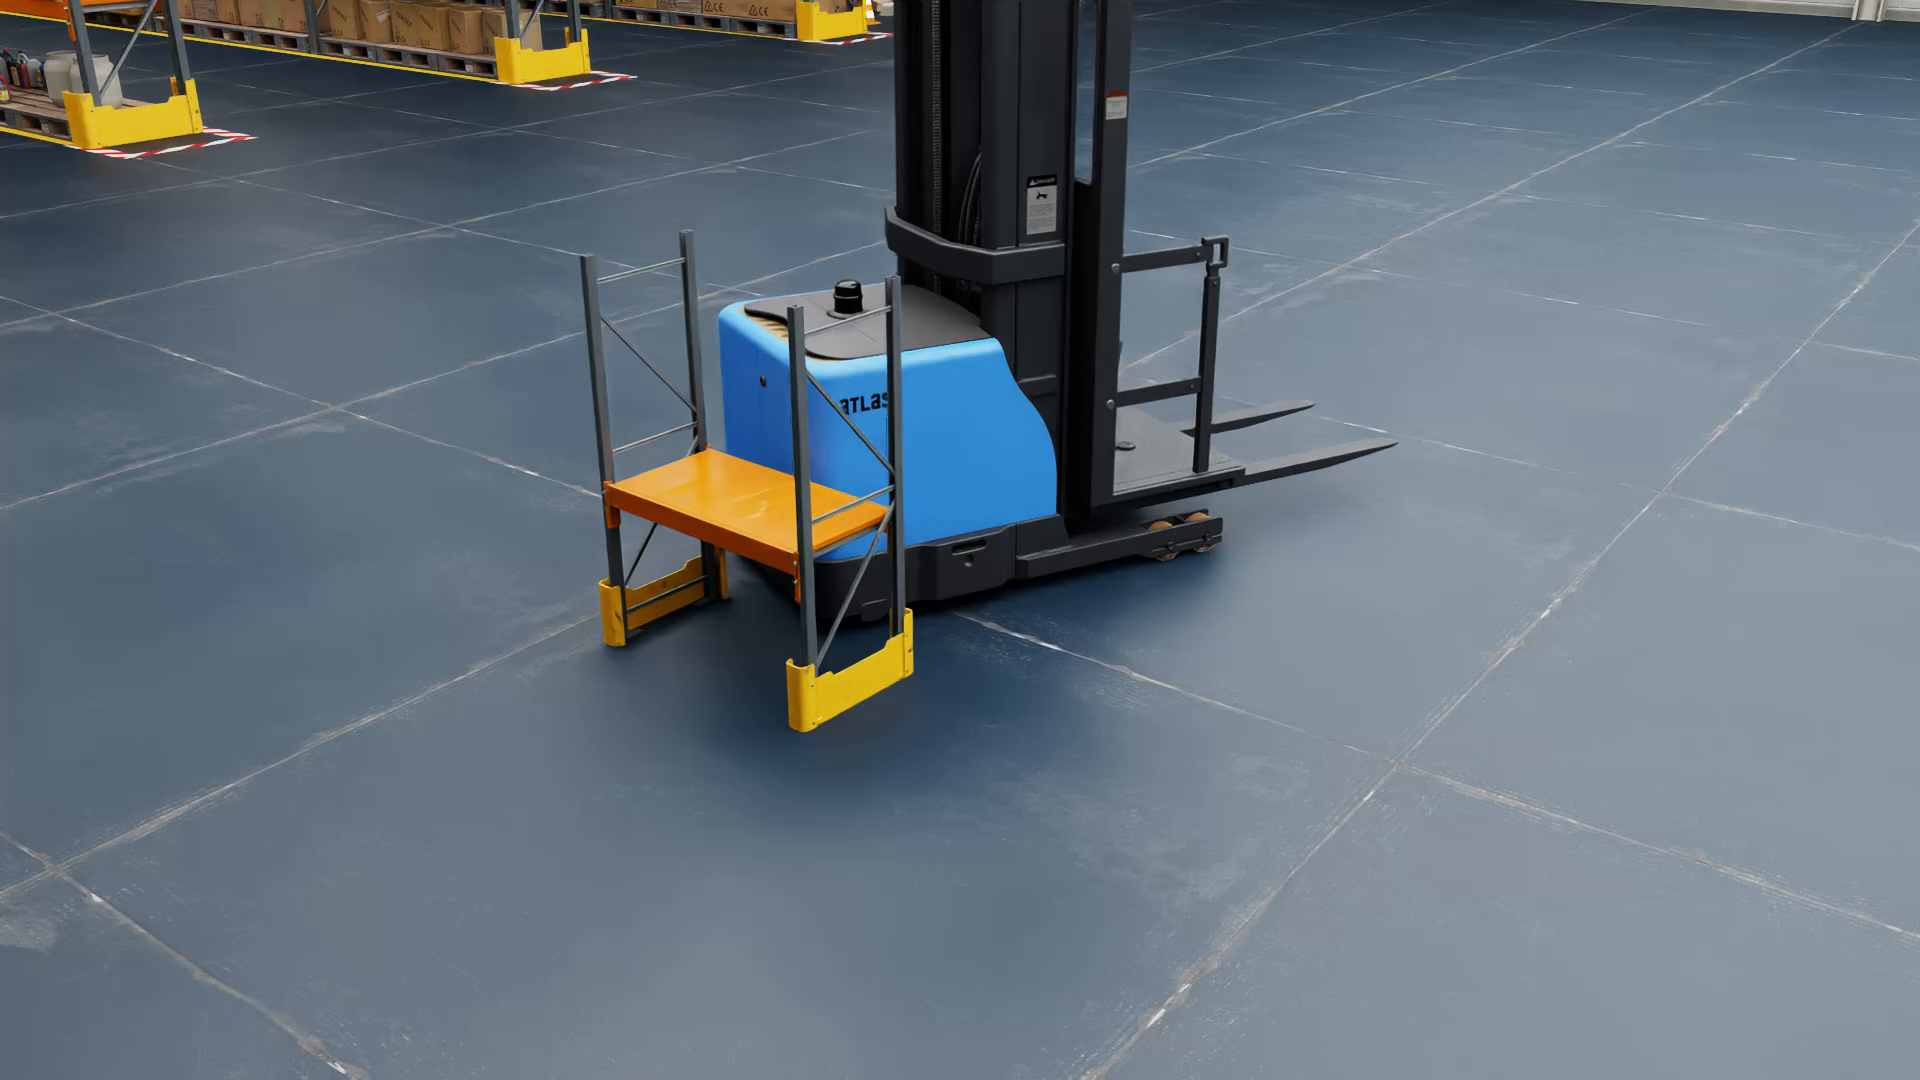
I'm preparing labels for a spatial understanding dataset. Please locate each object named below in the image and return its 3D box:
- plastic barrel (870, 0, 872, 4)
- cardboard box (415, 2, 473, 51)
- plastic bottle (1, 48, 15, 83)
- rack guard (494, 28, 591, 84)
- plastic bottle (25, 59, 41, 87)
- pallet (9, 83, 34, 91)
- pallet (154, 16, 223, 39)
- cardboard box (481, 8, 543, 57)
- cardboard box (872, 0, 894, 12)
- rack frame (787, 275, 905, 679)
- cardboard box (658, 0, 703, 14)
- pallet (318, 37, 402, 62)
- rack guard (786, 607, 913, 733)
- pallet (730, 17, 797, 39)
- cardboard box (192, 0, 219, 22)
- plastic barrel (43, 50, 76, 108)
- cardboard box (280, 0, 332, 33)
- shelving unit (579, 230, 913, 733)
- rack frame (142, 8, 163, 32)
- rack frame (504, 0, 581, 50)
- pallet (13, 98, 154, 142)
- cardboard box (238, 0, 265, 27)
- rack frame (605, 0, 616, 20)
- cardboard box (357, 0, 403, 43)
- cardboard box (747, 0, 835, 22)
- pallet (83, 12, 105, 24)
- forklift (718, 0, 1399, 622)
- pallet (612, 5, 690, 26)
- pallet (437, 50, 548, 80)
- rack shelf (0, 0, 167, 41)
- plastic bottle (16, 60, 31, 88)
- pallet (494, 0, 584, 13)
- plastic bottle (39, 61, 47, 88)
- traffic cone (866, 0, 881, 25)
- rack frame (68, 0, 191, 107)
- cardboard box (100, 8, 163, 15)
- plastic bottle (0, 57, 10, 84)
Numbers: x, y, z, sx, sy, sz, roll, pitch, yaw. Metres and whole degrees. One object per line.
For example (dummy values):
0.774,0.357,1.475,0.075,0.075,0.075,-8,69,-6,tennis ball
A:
-1.468,-8.870,26.856,0.512,0.421,0.421,-5,24,-12,plastic barrel
-6.329,-6.336,20.489,0.500,0.500,0.500,20,31,38,cardboard box
-10.180,-5.089,17.821,0.185,0.351,0.144,15,28,31,plastic bottle
-4.912,-5.715,19.600,0.348,0.500,1.175,17,29,33,rack guard
-9.794,-4.937,17.566,0.135,0.276,0.152,17,29,34,plastic bottle
-10.510,-4.758,17.786,1.213,0.211,1.003,17,29,33,pallet
-10.628,-7.309,23.577,1.213,0.211,1.003,17,29,33,pallet
-5.341,-6.045,19.829,0.500,0.500,0.500,-20,31,-38,cardboard box
-1.167,-8.398,26.126,0.380,0.149,0.250,-10,26,-21,cardboard box
-0.369,-0.115,5.650,0.032,1.500,0.500,18,30,36,rack frame
-3.811,-8.212,24.282,0.875,0.875,0.875,17,29,34,cardboard box
-7.493,-6.380,21.469,1.213,0.211,1.003,17,29,33,pallet
-0.384,0.452,5.913,0.087,0.250,0.587,18,30,36,rack guard
-2.482,-7.308,23.575,1.213,0.211,1.003,17,29,33,pallet
-10.253,-7.547,23.212,0.500,0.500,0.700,14,27,29,cardboard box
-8.795,-4.552,16.425,0.421,0.512,0.421,0,24,0,plastic barrel
-8.530,-7.020,22.018,0.500,0.500,0.700,14,28,29,cardboard box
-0.767,-0.248,5.952,1.083,1.500,0.587,18,30,36,shelving unit
-11.252,-8.775,23.445,0.127,3.000,1.000,17,29,33,rack frame
-4.851,-6.840,19.054,0.127,3.000,1.000,17,29,33,rack frame
-8.557,-4.168,16.447,1.213,0.211,1.003,17,29,33,pallet
-9.348,-7.277,22.600,0.500,0.500,0.700,14,27,29,cardboard box
-4.996,-9.383,24.826,0.127,3.000,1.000,17,29,33,rack frame
-7.293,-6.610,21.111,0.500,0.500,0.500,-16,28,-31,cardboard box
-2.378,-7.779,23.298,0.875,0.875,0.875,17,29,34,cardboard box
-12.810,-8.009,25.165,1.213,0.211,1.003,17,29,33,pallet
0.550,-1.428,6.855,3.031,2.935,1.130,-12,26,-25,forklift
-4.435,-7.898,24.914,1.213,0.211,1.003,17,29,33,pallet
-5.541,-5.790,20.130,1.213,0.211,1.003,17,29,33,pallet
-9.422,-5.397,16.670,4.000,0.370,1.077,17,29,33,rack shelf
-9.858,-4.905,17.486,0.133,0.283,0.061,17,29,33,plastic bottle
-6.639,-8.564,26.426,1.213,0.211,1.003,17,29,33,pallet
-9.602,-4.890,17.466,0.097,0.271,0.097,0,24,0,plastic bottle
-1.369,-7.842,24.474,0.334,0.463,0.336,17,29,33,traffic cone
-7.821,-5.242,15.428,0.127,3.000,1.000,17,29,33,rack frame
-11.792,-8.168,24.183,0.875,0.875,1.225,15,28,31,cardboard box
-10.249,-5.001,17.713,0.135,0.276,0.152,17,29,33,plastic bottle
